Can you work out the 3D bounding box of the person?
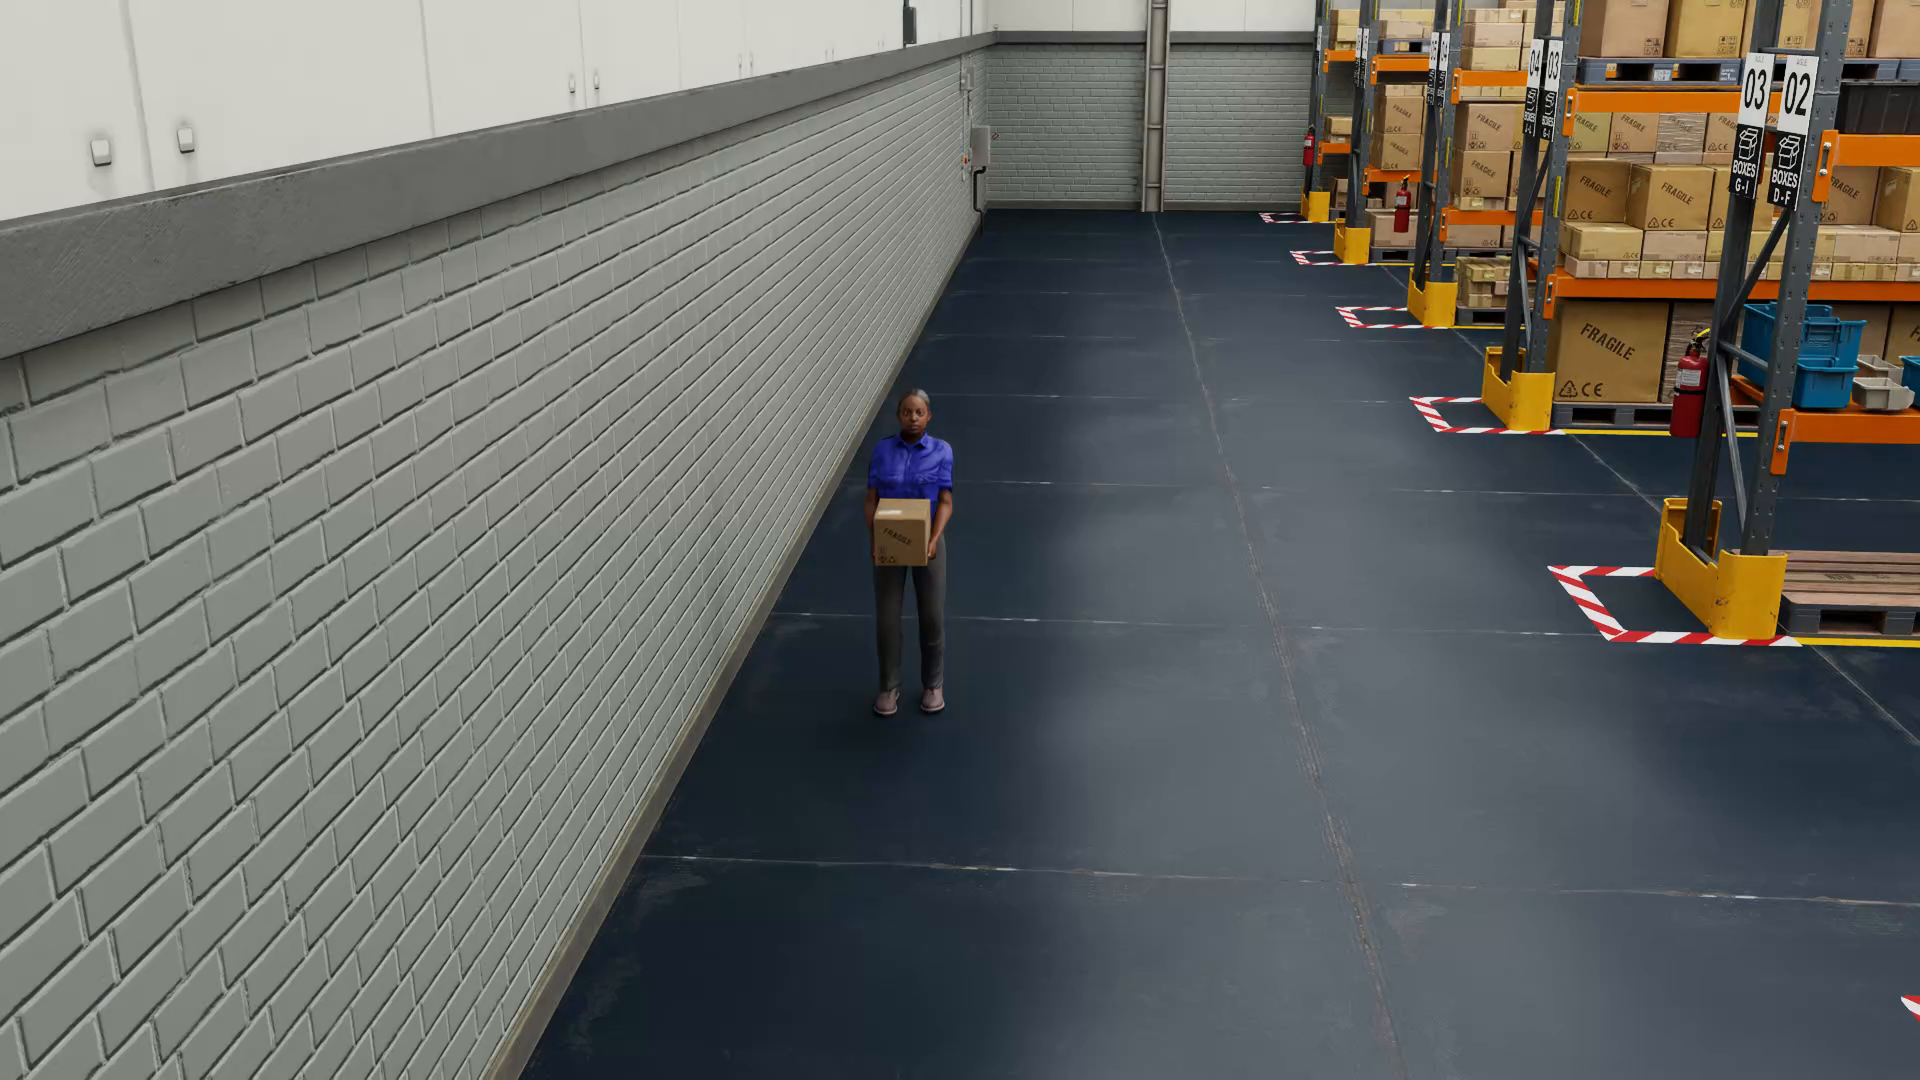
[{"bbox_3d":[-0.260,0.076,8.337,0.449,1.645,0.521,1,18,4],"label":"person"}]
